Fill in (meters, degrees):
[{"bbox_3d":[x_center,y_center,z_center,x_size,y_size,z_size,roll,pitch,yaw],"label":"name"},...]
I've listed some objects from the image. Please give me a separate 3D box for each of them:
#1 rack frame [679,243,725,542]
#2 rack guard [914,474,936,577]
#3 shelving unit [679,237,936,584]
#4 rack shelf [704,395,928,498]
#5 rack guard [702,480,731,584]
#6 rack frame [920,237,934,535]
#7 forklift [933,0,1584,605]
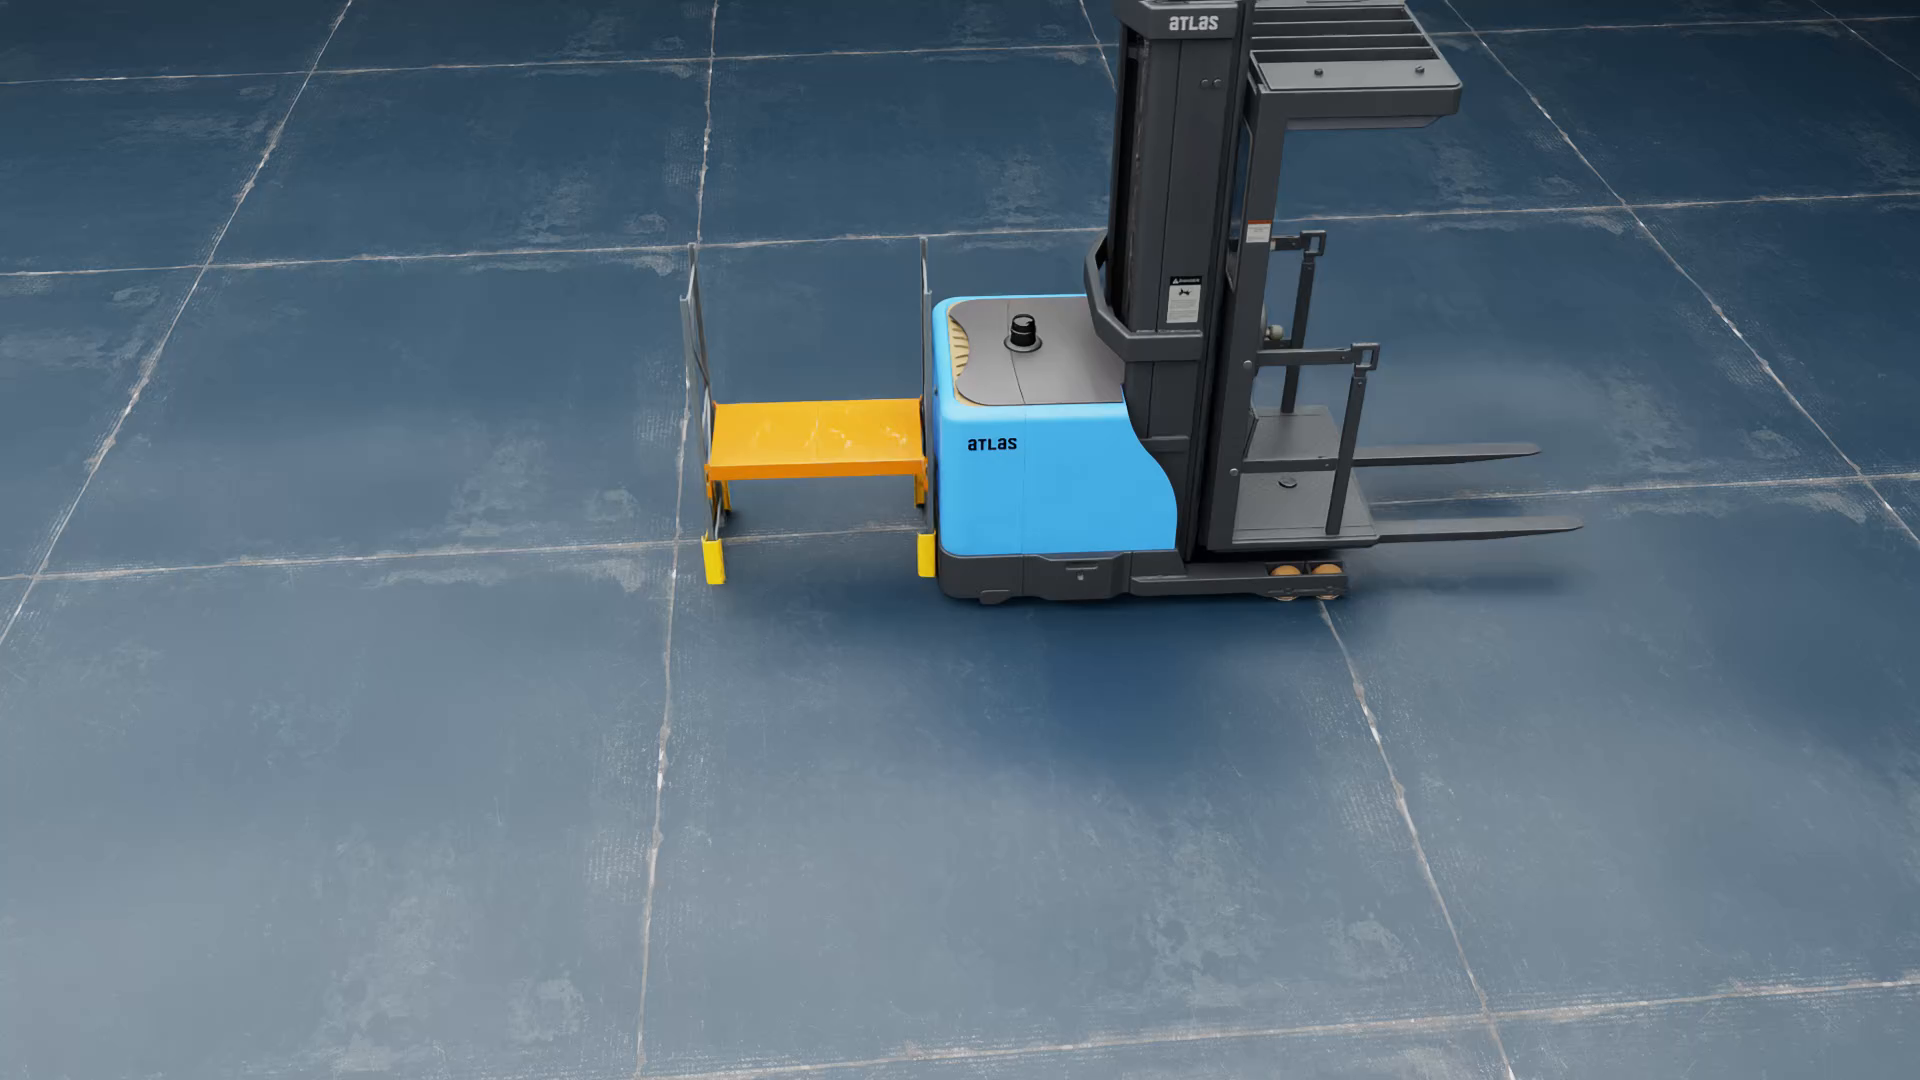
[{"bbox_3d":[-1.164,-0.562,7.574,0.032,1.500,0.500,-2,38,-2],"label":"rack frame"},{"bbox_3d":[-0.168,-0.104,8.002,0.087,0.250,0.587,-2,38,-2],"label":"rack guard"},{"bbox_3d":[-0.665,-0.578,7.594,1.083,1.500,0.587,-2,38,-2],"label":"shelving unit"},{"bbox_3d":[-0.656,-0.437,7.706,1.000,0.185,0.538,-2,38,-2],"label":"rack shelf"},{"bbox_3d":[-1.163,-0.072,7.961,0.087,0.250,0.587,-2,38,-2],"label":"rack guard"},{"bbox_3d":[-0.149,-0.595,7.616,0.032,1.500,0.500,-2,38,-2],"label":"rack frame"},{"bbox_3d":[1.395,-1.196,7.222,3.031,2.935,1.130,-2,38,-2],"label":"forklift"}]
